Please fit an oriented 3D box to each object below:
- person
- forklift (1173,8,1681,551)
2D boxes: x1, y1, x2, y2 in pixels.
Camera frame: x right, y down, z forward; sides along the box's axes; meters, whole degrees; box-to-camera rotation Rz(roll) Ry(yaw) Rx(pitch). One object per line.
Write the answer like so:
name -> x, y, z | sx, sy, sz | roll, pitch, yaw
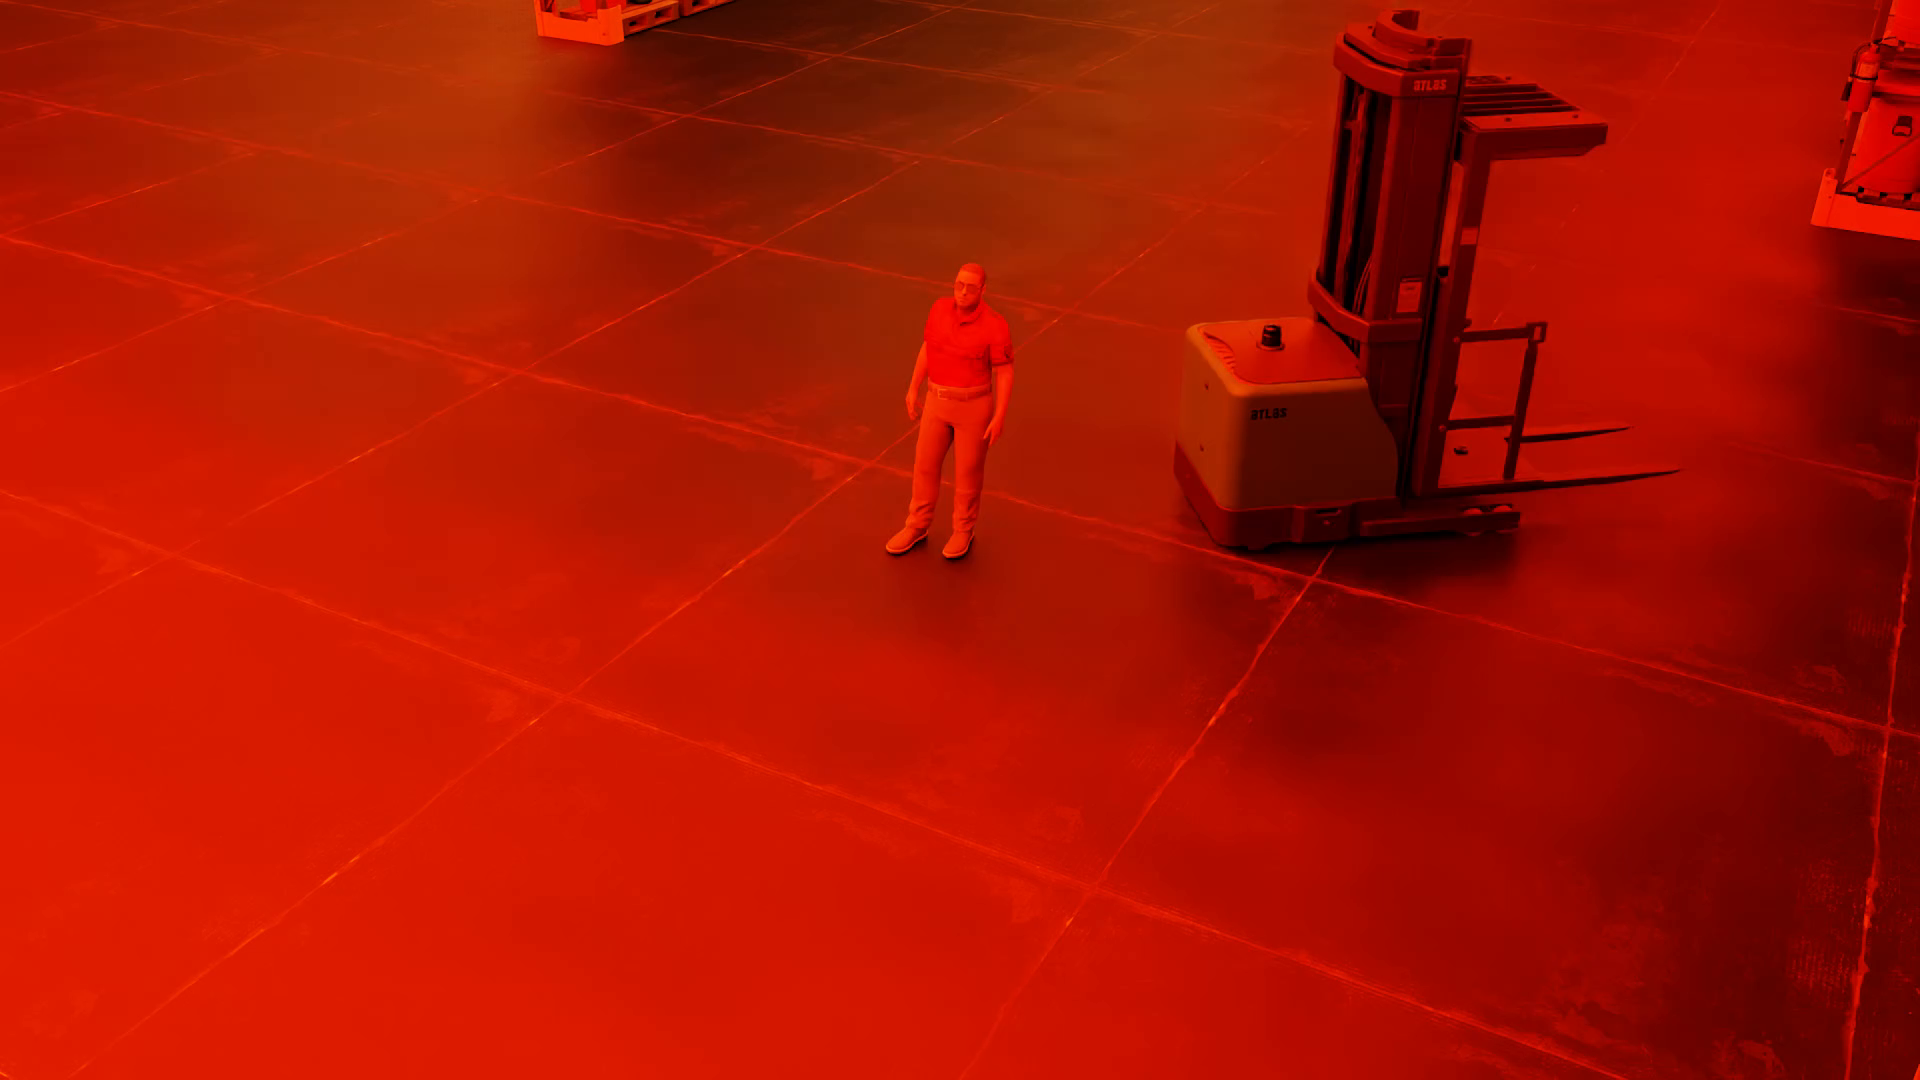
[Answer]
person -> -0.054, -0.719, 9.504 | 0.640, 1.727, 0.551 | 15, 33, 25
forklift -> 2.926, -1.548, 9.753 | 3.031, 2.935, 1.130 | -5, 30, -8
